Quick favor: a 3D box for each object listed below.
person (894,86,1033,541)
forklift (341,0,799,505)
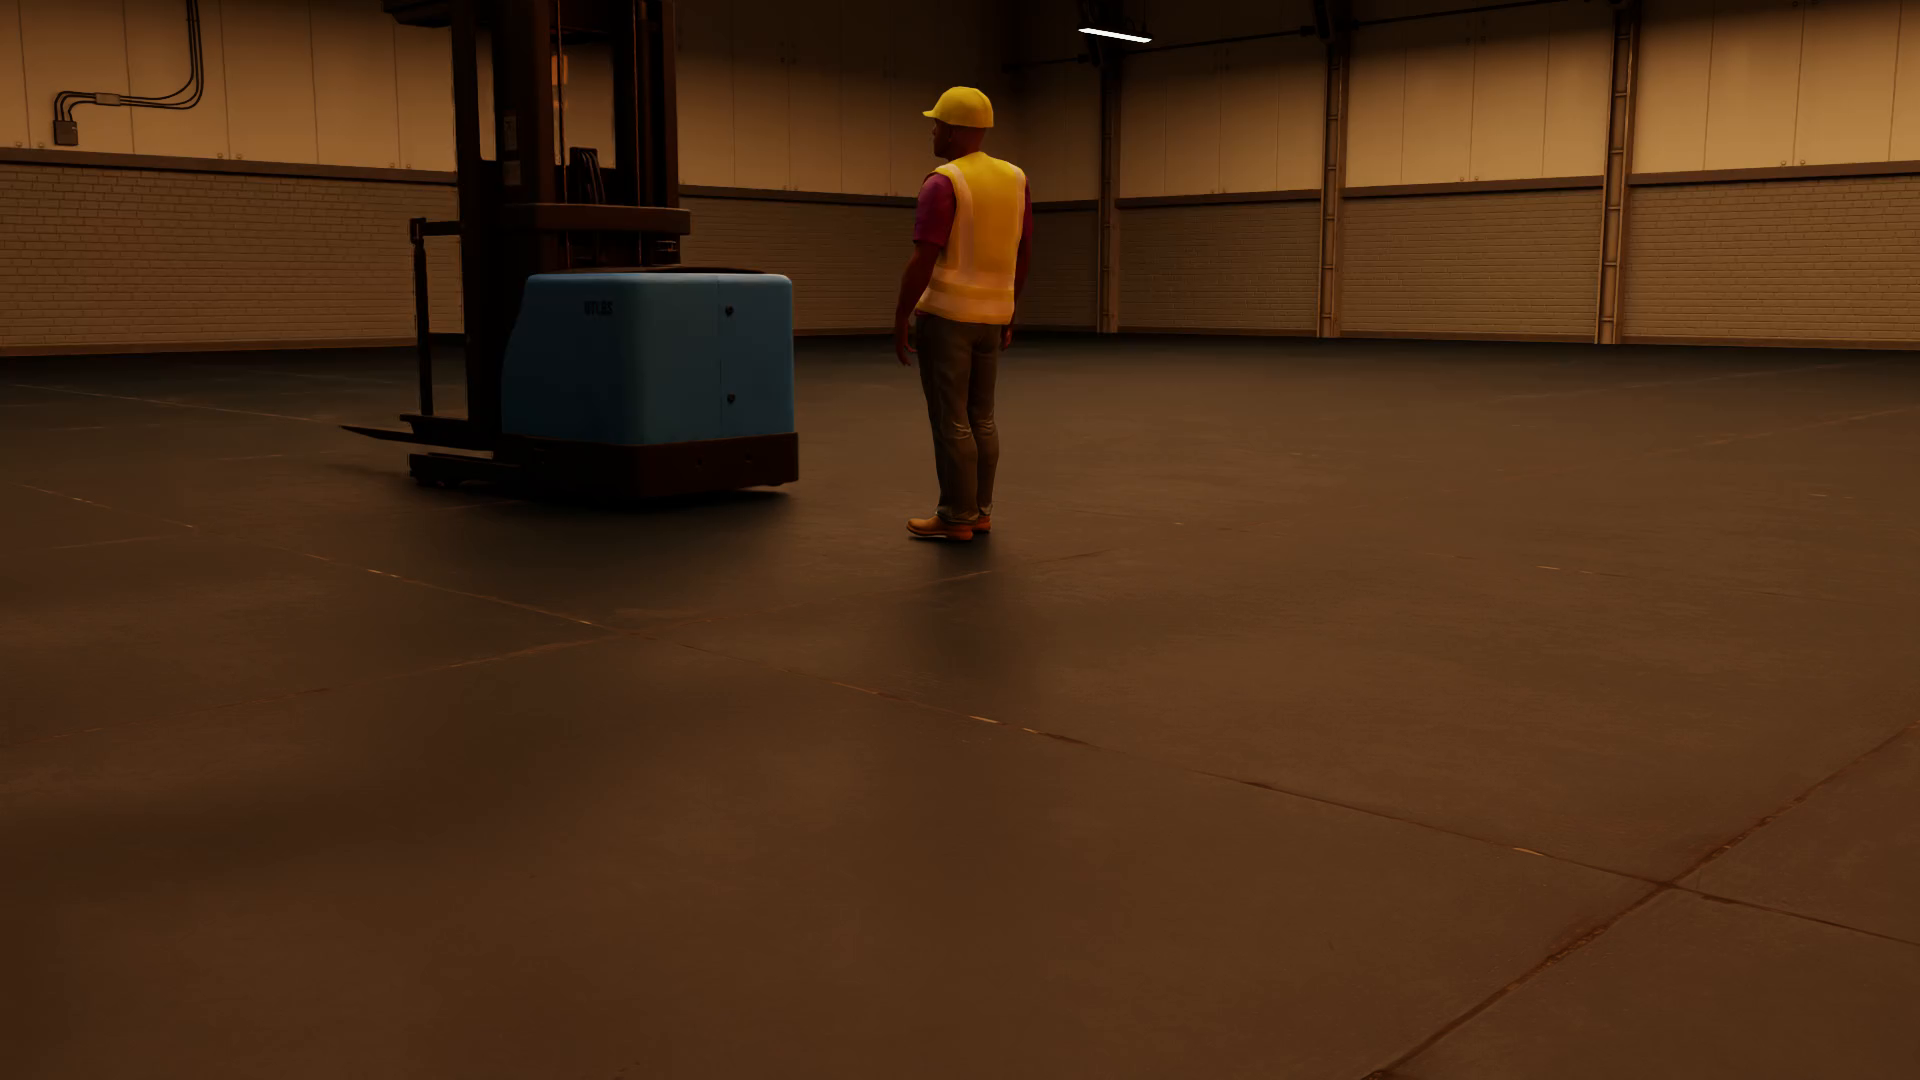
[{"bbox_3d":[-0.047,-0.888,6.637,0.575,1.768,0.665,8,12,43],"label":"person"},{"bbox_3d":[-2.221,-1.767,8.607,3.031,2.935,1.130,8,12,42],"label":"forklift"}]
